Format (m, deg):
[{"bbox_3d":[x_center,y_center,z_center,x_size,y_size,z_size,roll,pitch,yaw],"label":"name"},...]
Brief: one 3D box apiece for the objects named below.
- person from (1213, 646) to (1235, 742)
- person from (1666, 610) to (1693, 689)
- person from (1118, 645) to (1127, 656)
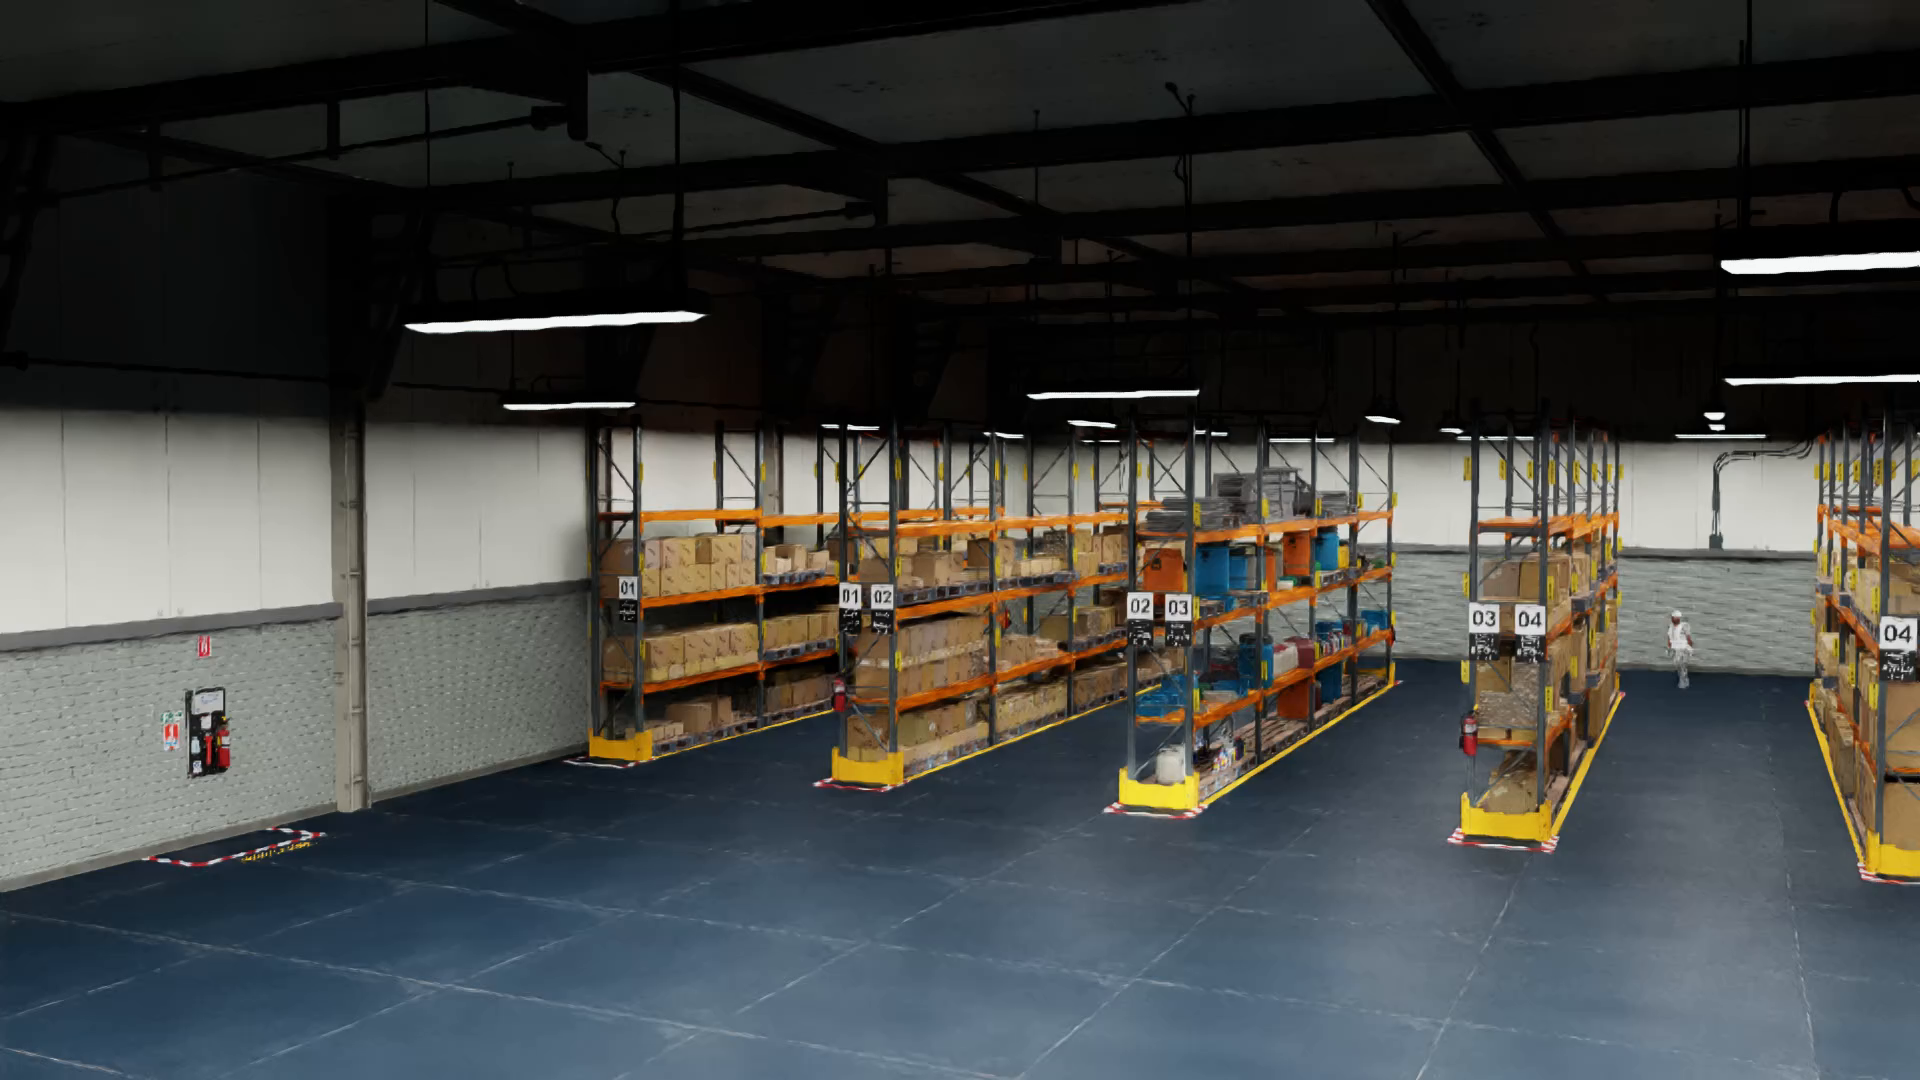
[{"bbox_3d":[4.702,2.734,29.556,0.528,1.661,0.565,2,3,35],"label":"person"},{"bbox_3d":[16.679,2.523,38.516,0.476,1.781,0.639,-1,2,-13],"label":"person"},{"bbox_3d":[4.524,2.374,44.743,0.592,1.591,0.447,-1,3,-25],"label":"person"}]
